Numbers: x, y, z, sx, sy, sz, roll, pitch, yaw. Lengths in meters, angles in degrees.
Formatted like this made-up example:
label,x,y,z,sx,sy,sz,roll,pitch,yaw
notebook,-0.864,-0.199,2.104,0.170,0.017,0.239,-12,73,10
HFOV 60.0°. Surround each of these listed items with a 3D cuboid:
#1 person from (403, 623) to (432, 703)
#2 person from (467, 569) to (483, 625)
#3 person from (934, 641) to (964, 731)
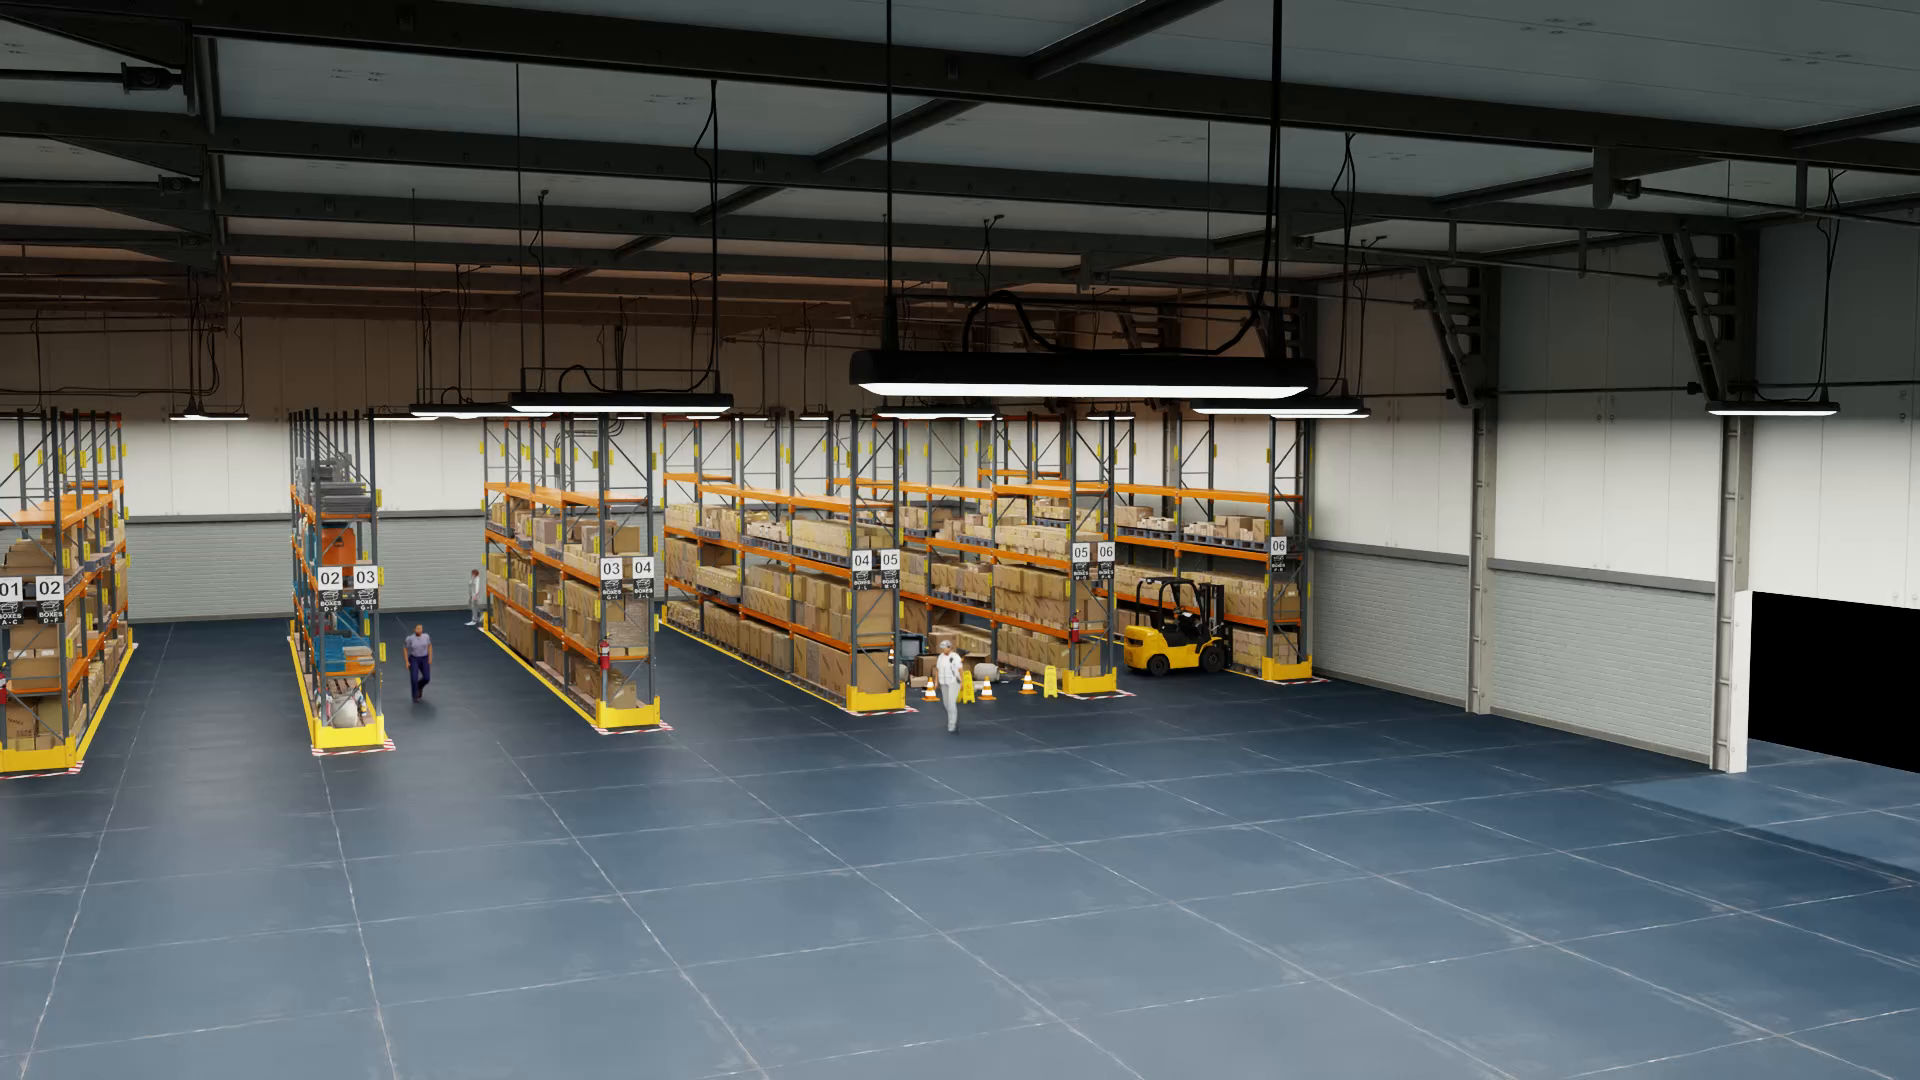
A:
label,x,y,z,sx,sy,sz,roll,pitch,yaw
person,-11.229,2.513,34.409,0.571,1.631,0.557,-2,5,-32
person,-13.798,1.609,47.321,0.550,1.591,0.423,-4,5,-41
person,-0.215,2.717,31.169,0.611,1.659,0.740,3,5,33
